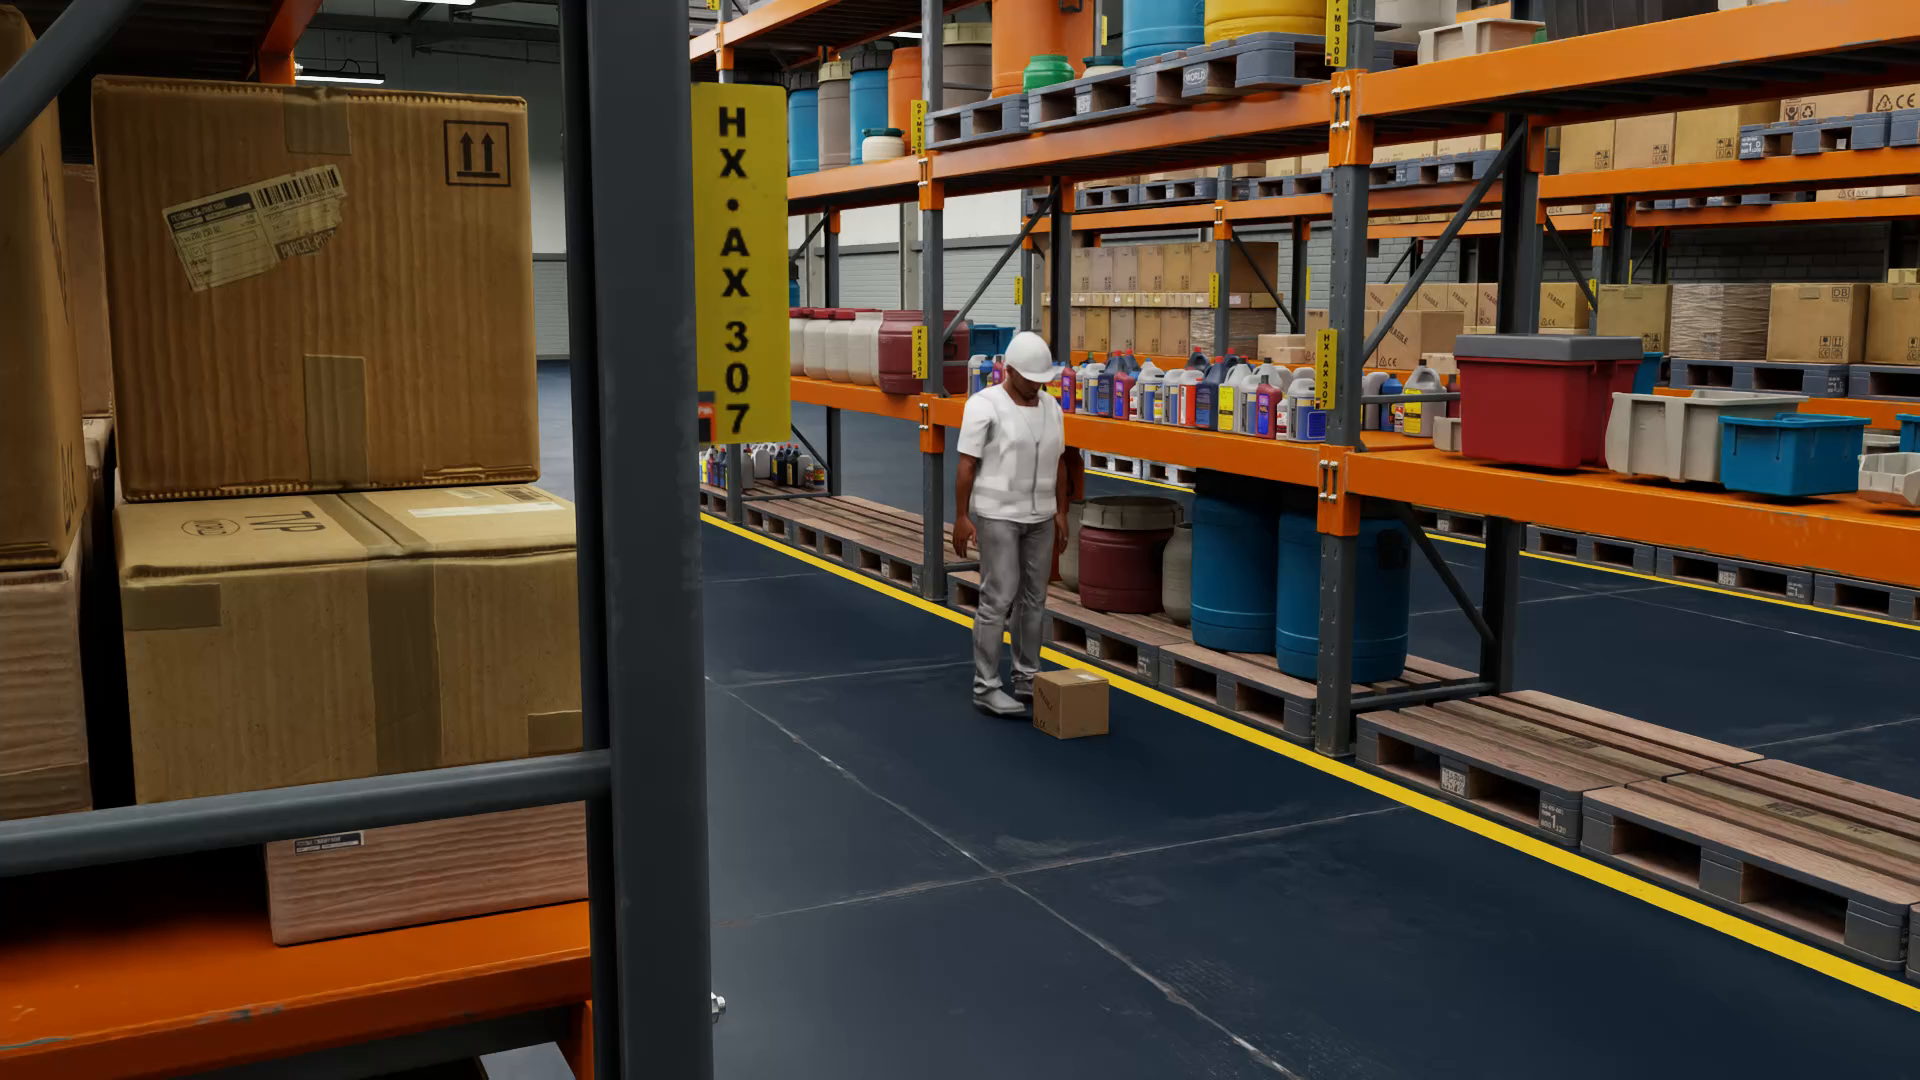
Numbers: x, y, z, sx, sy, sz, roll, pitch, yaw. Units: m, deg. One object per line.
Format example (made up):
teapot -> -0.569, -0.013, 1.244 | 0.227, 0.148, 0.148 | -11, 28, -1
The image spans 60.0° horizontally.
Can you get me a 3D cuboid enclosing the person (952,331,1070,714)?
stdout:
person -> 0.287, -0.090, 7.769 | 0.610, 1.750, 0.408 | -6, 10, -36
